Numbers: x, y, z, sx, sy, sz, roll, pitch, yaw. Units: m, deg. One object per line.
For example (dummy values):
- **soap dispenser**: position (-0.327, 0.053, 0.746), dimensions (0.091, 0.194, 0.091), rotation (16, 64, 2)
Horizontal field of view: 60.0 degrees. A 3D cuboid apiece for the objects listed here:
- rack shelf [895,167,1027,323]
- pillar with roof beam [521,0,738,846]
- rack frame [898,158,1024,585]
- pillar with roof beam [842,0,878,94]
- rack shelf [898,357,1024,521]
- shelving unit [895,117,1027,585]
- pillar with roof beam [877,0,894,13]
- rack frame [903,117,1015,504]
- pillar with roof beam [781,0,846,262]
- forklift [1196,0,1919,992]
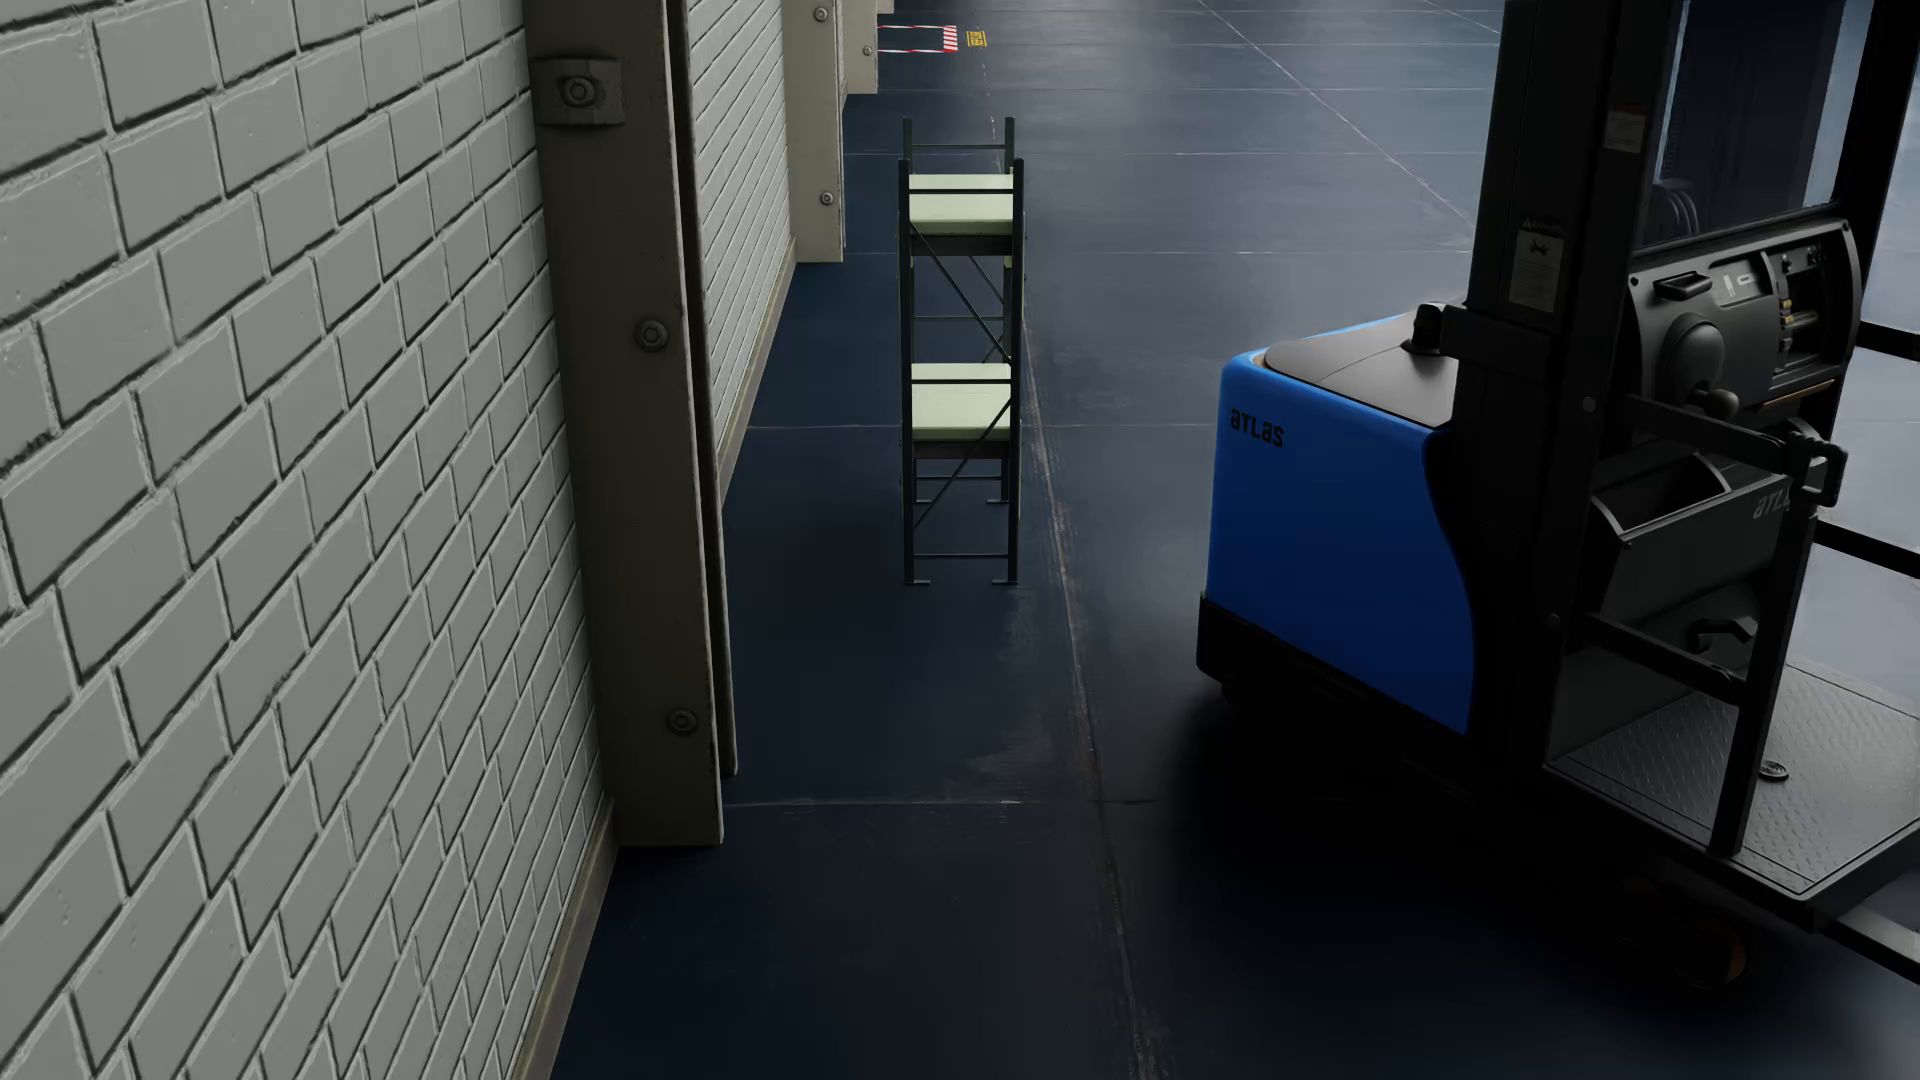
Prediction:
- **rack shelf**: position (0.000, -1.036, 5.774), dimensions (0.431, 0.370, 0.720), rotation (0, 24, -1)
- **pillar with roof beam**: position (3.510, -3.385, 2.815), dimensions (9.100, 9.000, 0.400), rotation (0, 24, -1)
- **rack frame**: position (0.004, -0.530, 5.601), dimensions (0.400, 1.500, 0.023), rotation (0, 24, -1)
- **pillar with roof beam**: position (3.379, -8.330, 13.748), dimensions (9.100, 9.000, 0.400), rotation (0, 24, -1)
- **rack shelf**: position (0.000, -0.384, 6.069), dimensions (0.431, 0.370, 0.720), rotation (0, 24, -1)
- **shelving unit**: position (0.000, -0.681, 5.935), dimensions (0.431, 1.500, 0.755), rotation (0, 24, -1)
- **pillar with roof beam**: position (3.314, -10.802, 19.214), dimensions (9.100, 9.000, 0.400), rotation (0, 24, -1)
- **rack frame**: position (-0.004, -0.831, 6.268), dimensions (0.400, 1.500, 0.023), rotation (0, 24, -1)
- **pillar with roof beam**: position (3.445, -5.858, 8.281), dimensions (9.100, 9.000, 0.400), rotation (0, 24, -1)
- **forklift**: position (2.002, -0.506, 3.812), dimensions (1.130, 2.935, 3.031), rotation (-16, 29, -32)
